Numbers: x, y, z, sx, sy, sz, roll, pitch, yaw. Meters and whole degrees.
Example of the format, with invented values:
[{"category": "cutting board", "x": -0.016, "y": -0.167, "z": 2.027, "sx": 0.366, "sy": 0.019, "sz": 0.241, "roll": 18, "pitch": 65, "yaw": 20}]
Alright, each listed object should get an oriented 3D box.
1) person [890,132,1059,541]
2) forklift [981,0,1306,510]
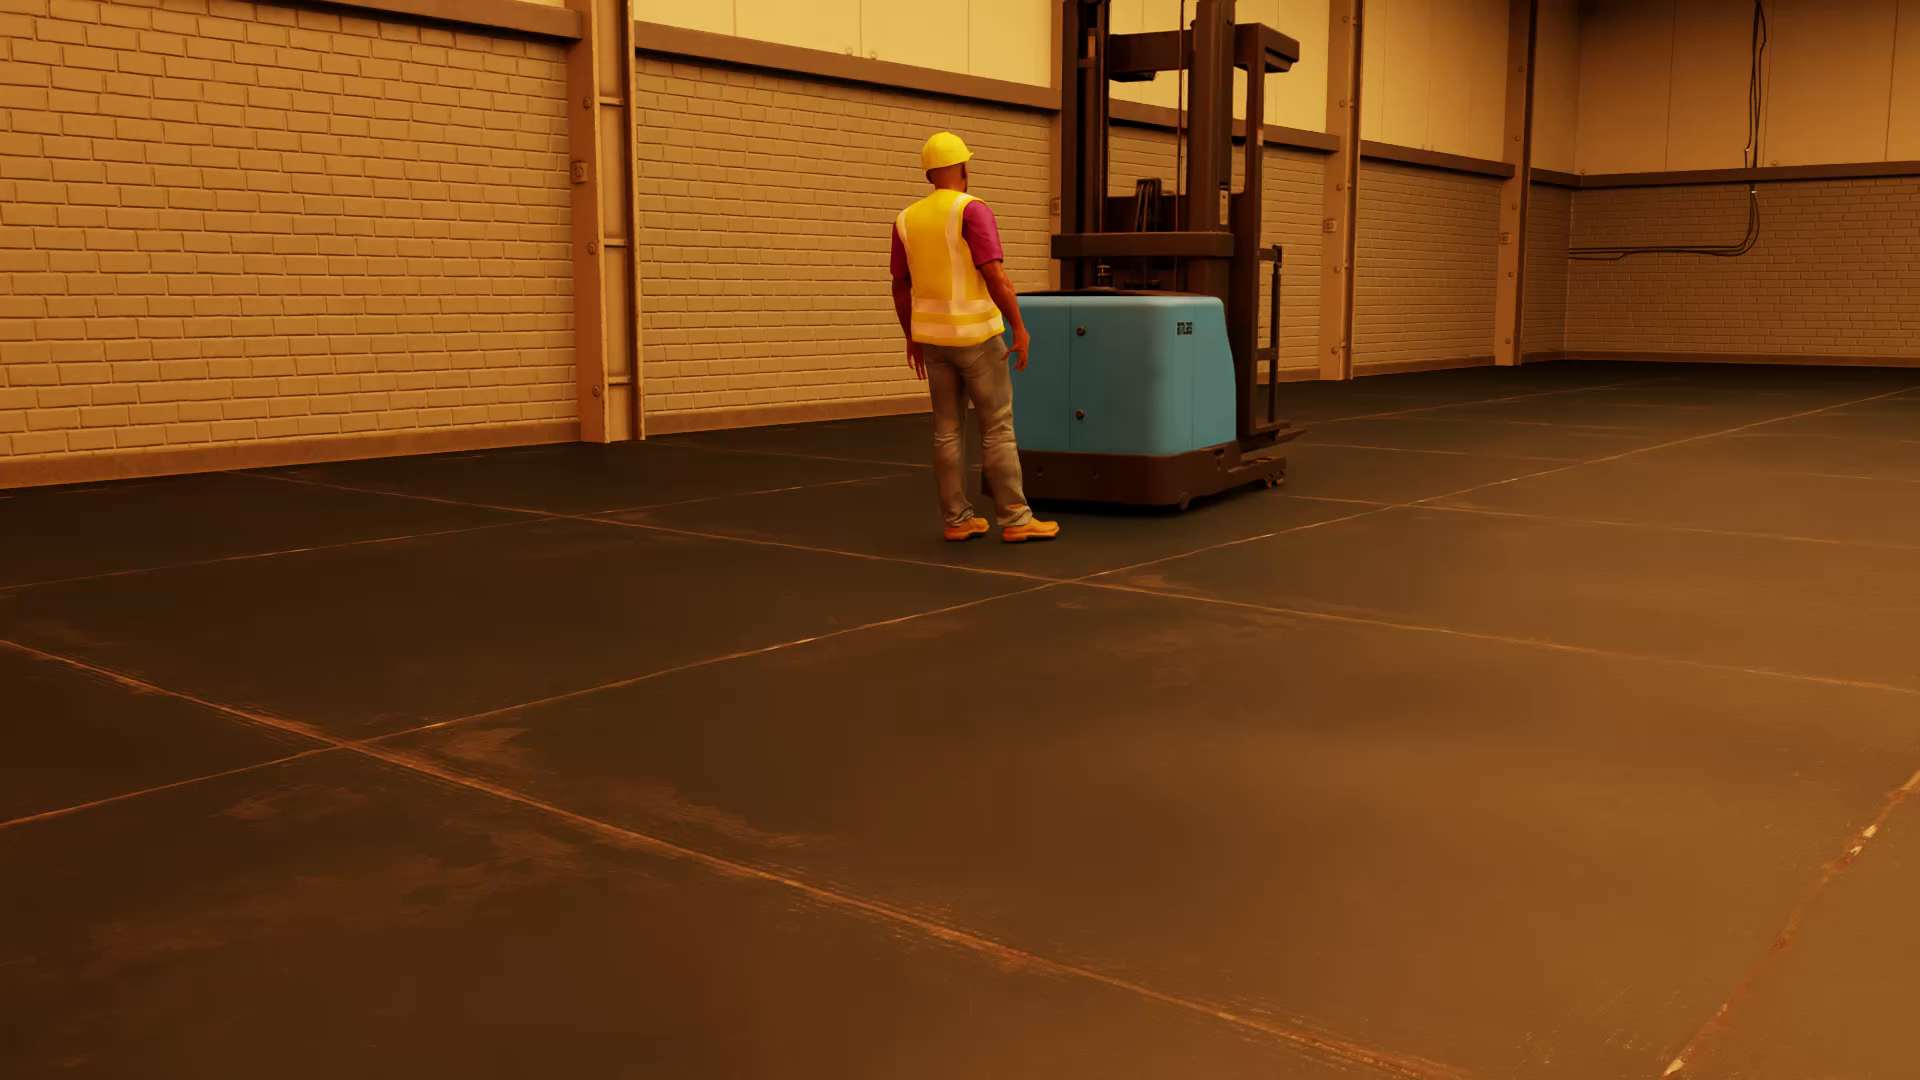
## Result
[{"category": "person", "x": 0.048, "y": -0.888, "z": 7.326, "sx": 0.666, "sy": 1.765, "sz": 0.577, "roll": 7, "pitch": 11, "yaw": 38}, {"category": "forklift", "x": 1.234, "y": -1.770, "z": 9.376, "sx": 1.130, "sy": 2.935, "sz": 3.031, "roll": 4, "pitch": 9, "yaw": 27}]
